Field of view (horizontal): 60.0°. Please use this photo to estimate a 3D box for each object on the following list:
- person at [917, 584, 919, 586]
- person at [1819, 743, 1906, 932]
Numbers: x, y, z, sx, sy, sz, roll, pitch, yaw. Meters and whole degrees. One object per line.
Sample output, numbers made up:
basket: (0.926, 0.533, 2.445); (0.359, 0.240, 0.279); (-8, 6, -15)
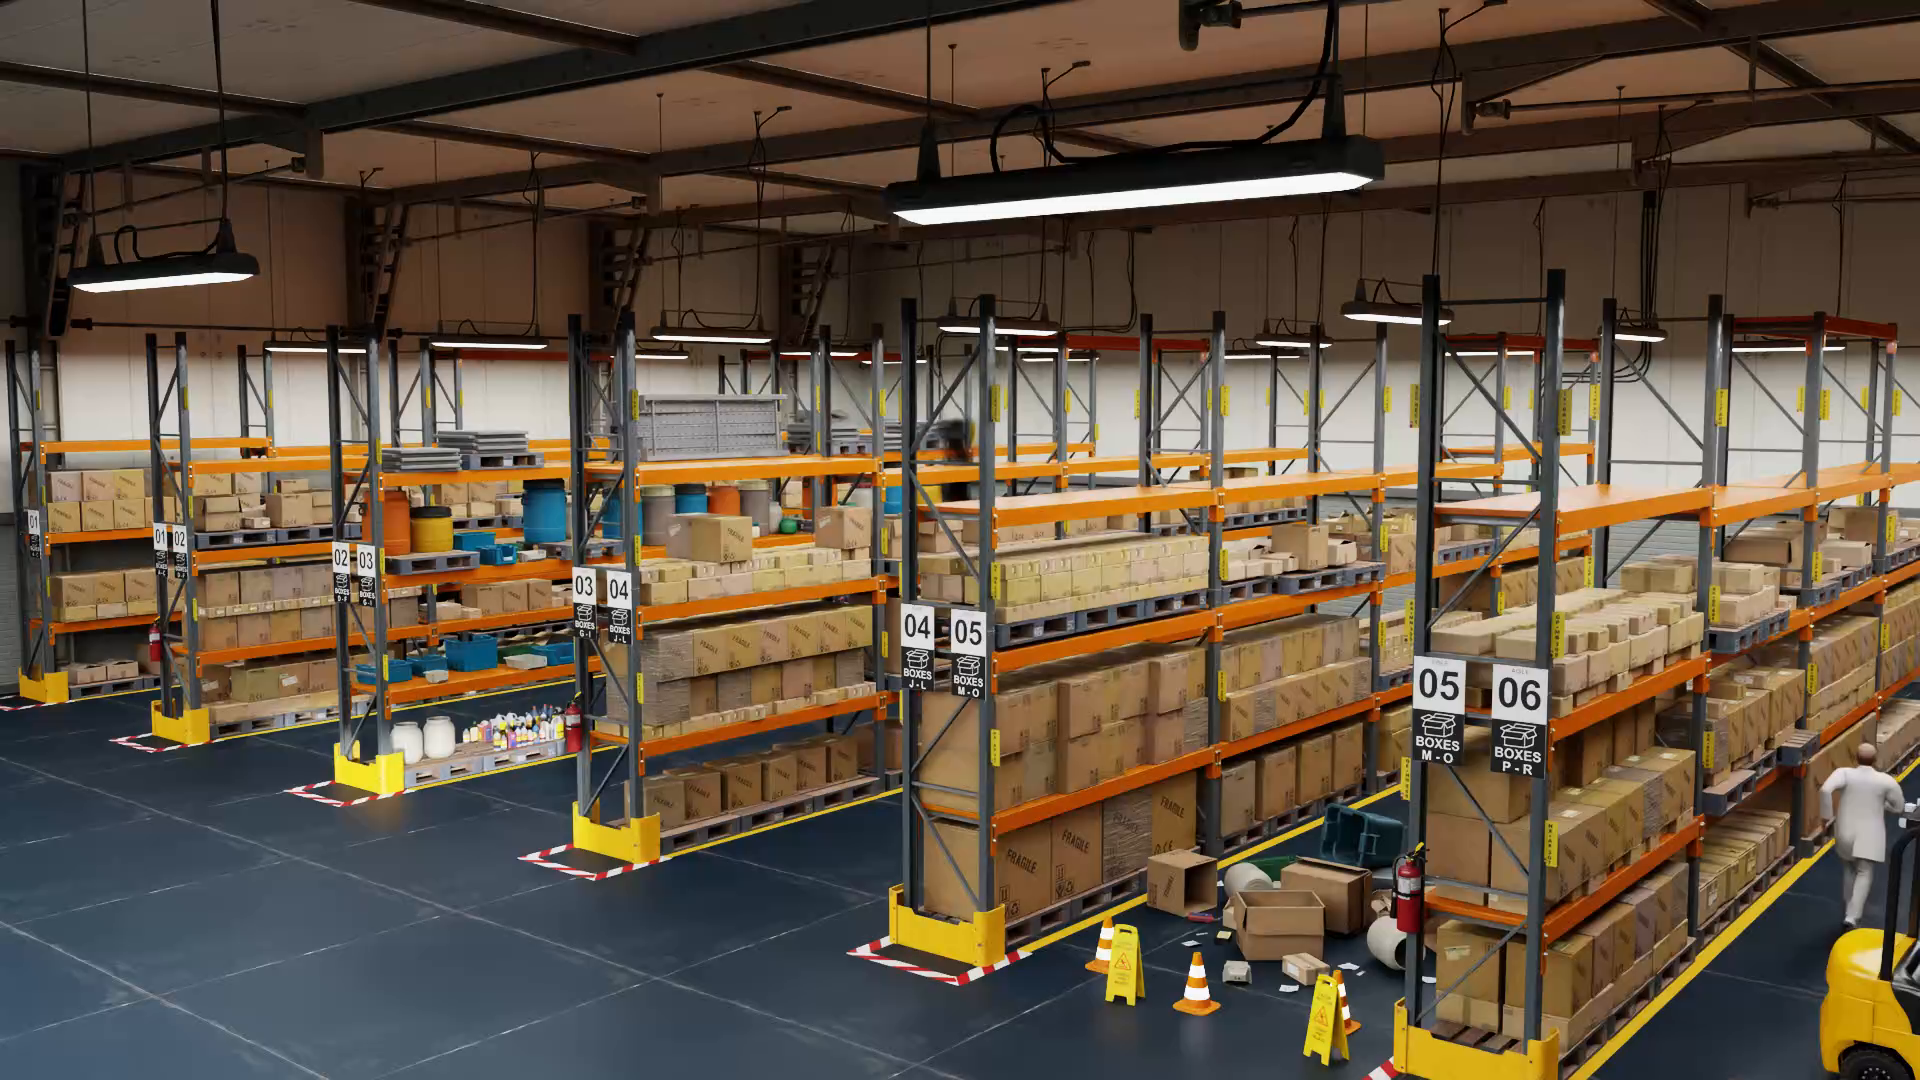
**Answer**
person: (-0.892, 0.866, 38.629); (0.515, 1.701, 0.895); (-2, 6, -23)
person: (8.549, 2.836, 15.774); (0.673, 1.817, 0.977); (4, 7, 40)
